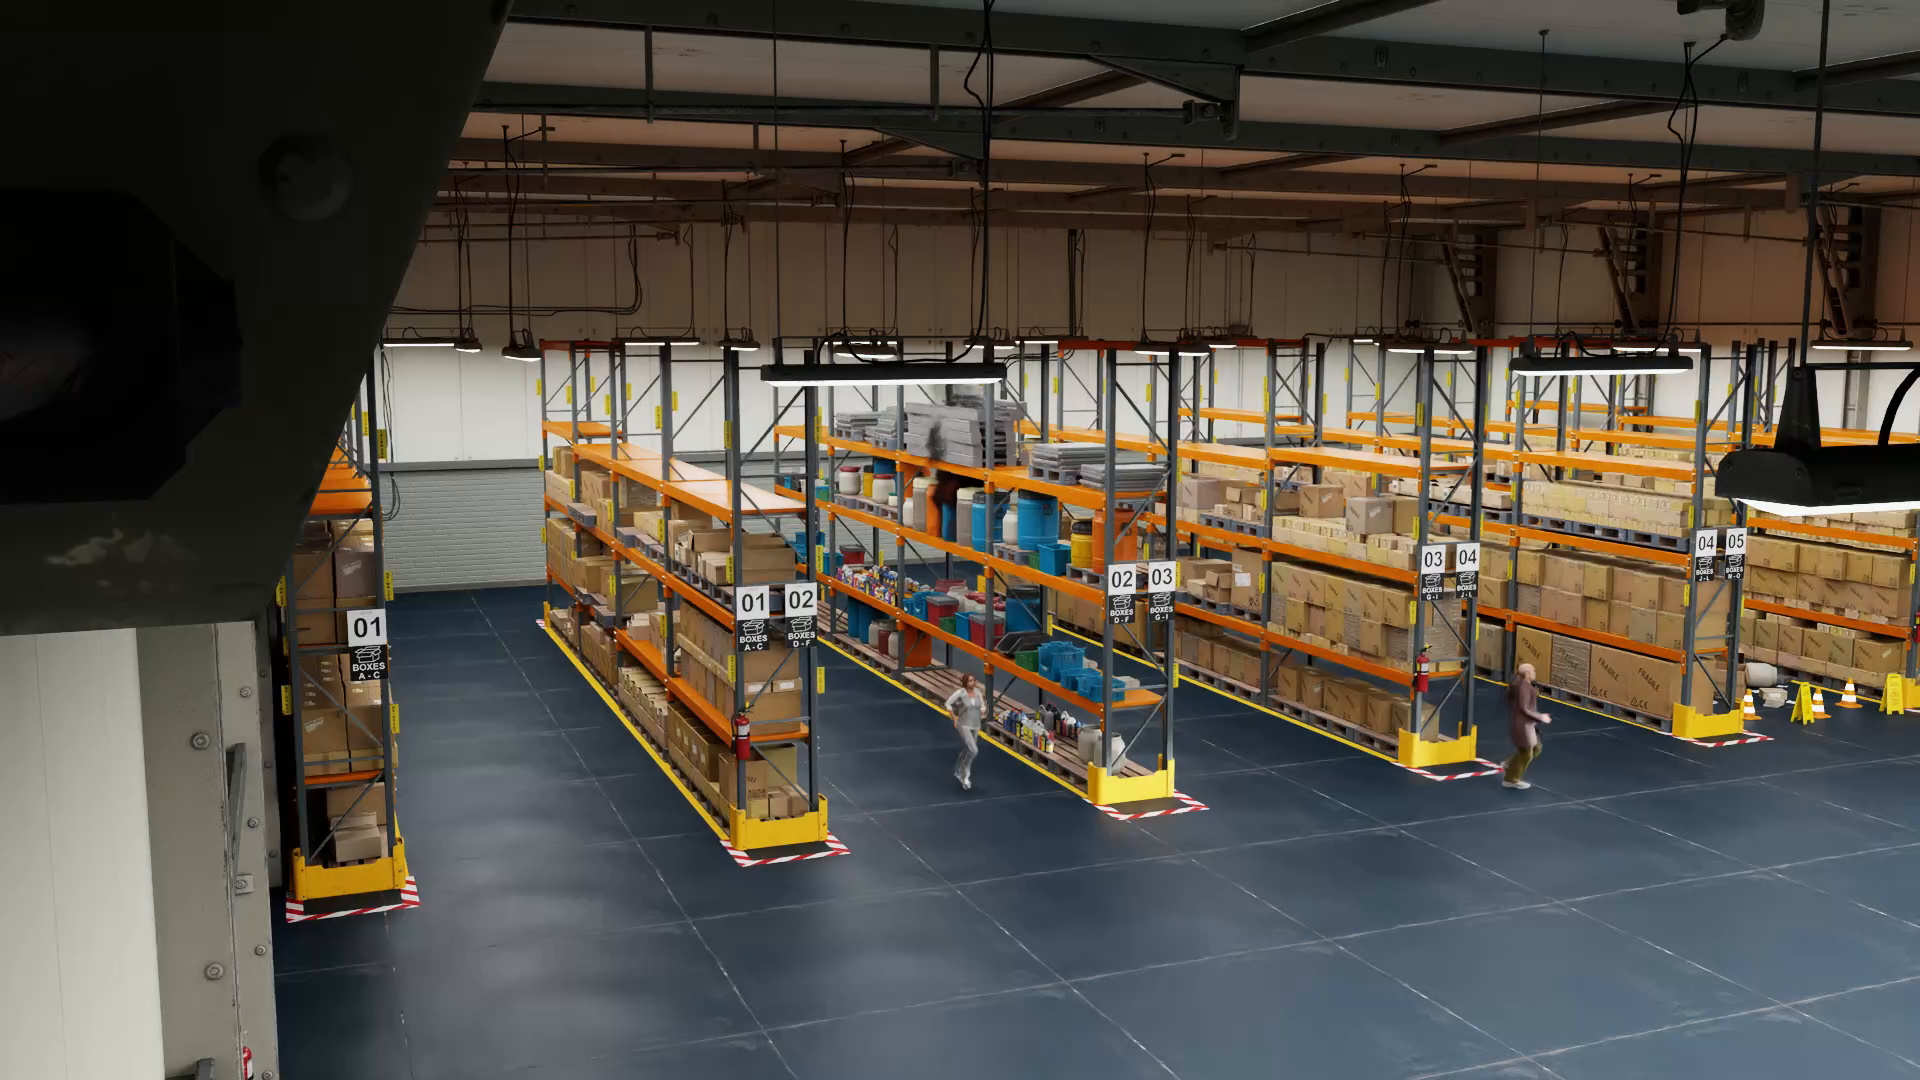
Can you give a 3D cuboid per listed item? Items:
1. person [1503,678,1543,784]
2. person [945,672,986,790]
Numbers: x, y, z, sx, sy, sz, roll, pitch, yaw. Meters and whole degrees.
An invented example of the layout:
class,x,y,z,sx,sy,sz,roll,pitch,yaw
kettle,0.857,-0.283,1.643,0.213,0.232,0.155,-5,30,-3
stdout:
class,x,y,z,sx,sy,sz,roll,pitch,yaw
person,7.676,2.598,22.620,0.508,1.472,0.711,2,8,13
person,0.113,2.597,22.732,0.519,1.613,0.686,-5,9,-34
